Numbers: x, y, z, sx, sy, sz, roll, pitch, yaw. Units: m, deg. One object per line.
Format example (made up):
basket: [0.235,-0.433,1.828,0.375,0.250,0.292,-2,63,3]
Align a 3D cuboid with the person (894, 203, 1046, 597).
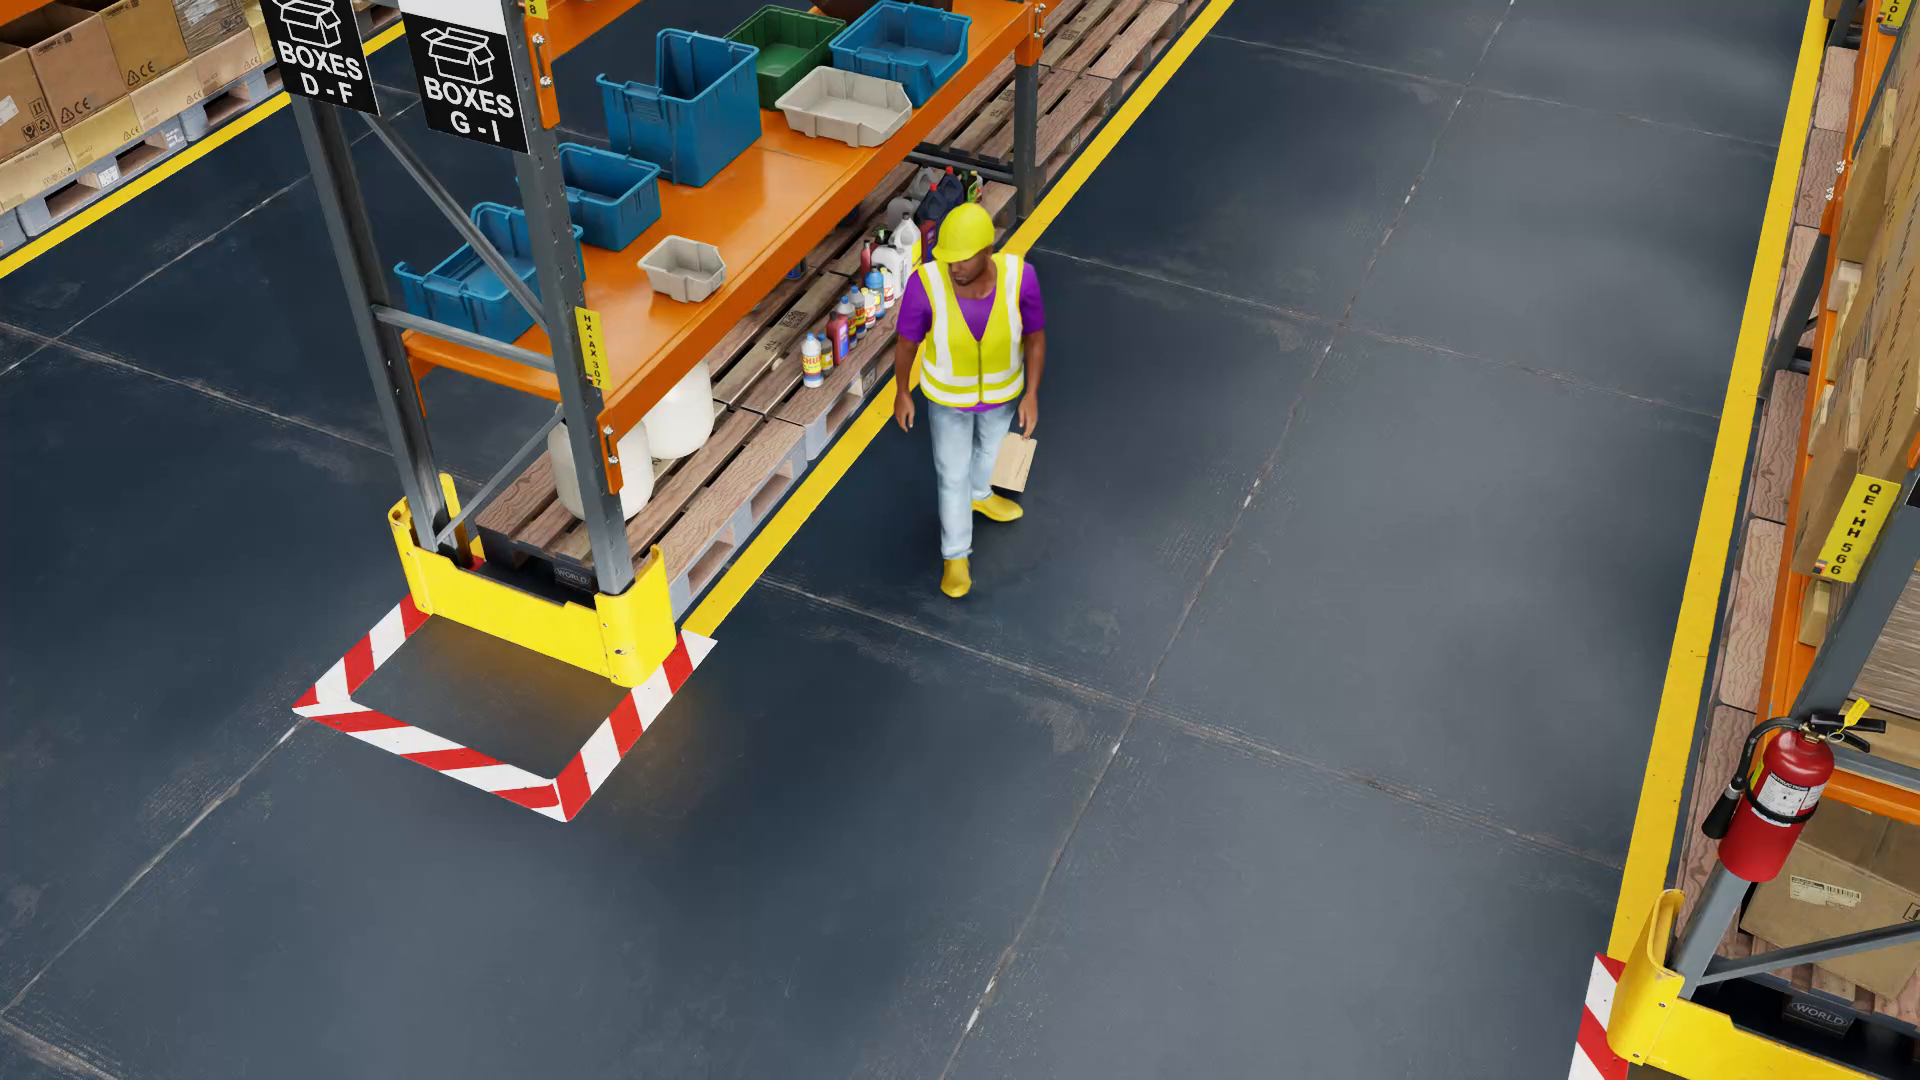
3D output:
person: [0.040,-0.608,6.819,0.609,1.766,0.668,-9,43,-10]
